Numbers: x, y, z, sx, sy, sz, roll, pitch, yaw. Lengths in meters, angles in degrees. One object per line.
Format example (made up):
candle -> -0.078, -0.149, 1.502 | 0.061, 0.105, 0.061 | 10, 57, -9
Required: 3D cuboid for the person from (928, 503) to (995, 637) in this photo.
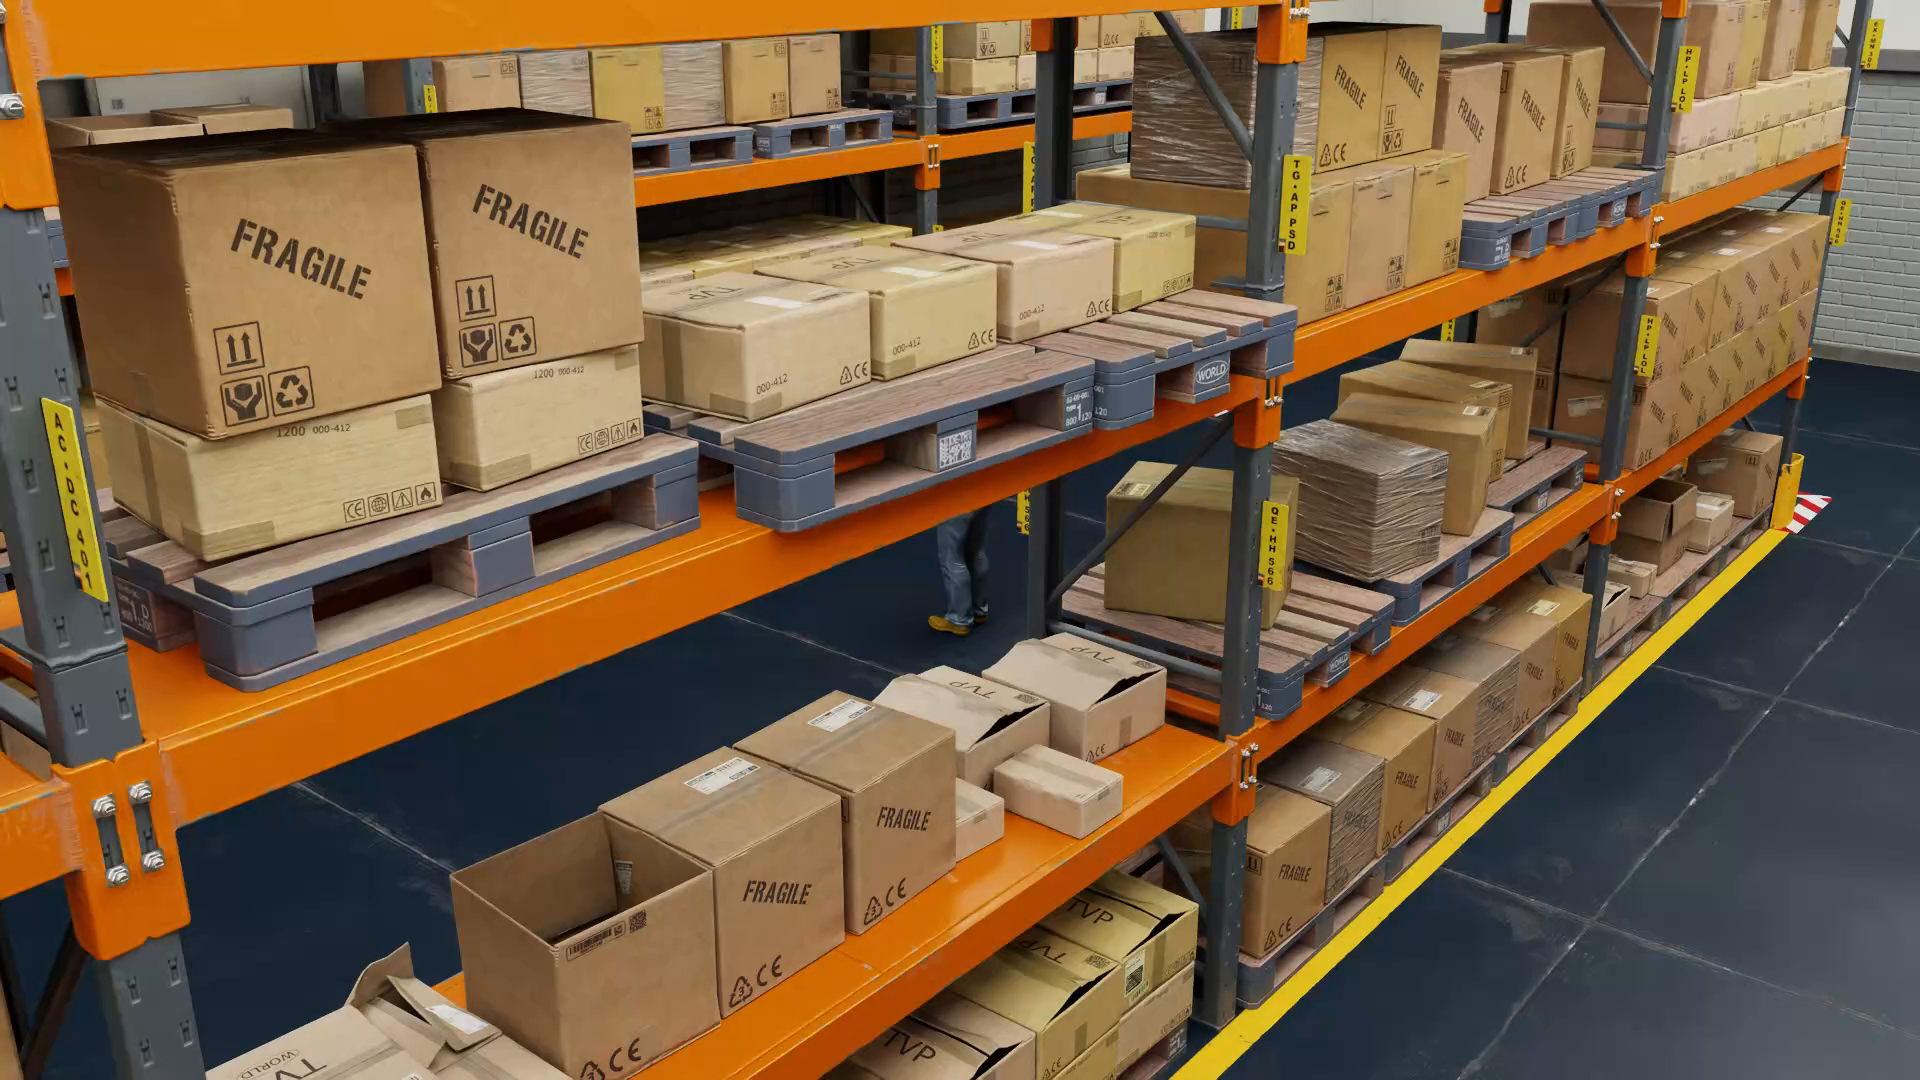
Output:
person -> -0.035, -0.296, 10.358 | 0.584, 1.760, 0.503 | 16, 26, 38
